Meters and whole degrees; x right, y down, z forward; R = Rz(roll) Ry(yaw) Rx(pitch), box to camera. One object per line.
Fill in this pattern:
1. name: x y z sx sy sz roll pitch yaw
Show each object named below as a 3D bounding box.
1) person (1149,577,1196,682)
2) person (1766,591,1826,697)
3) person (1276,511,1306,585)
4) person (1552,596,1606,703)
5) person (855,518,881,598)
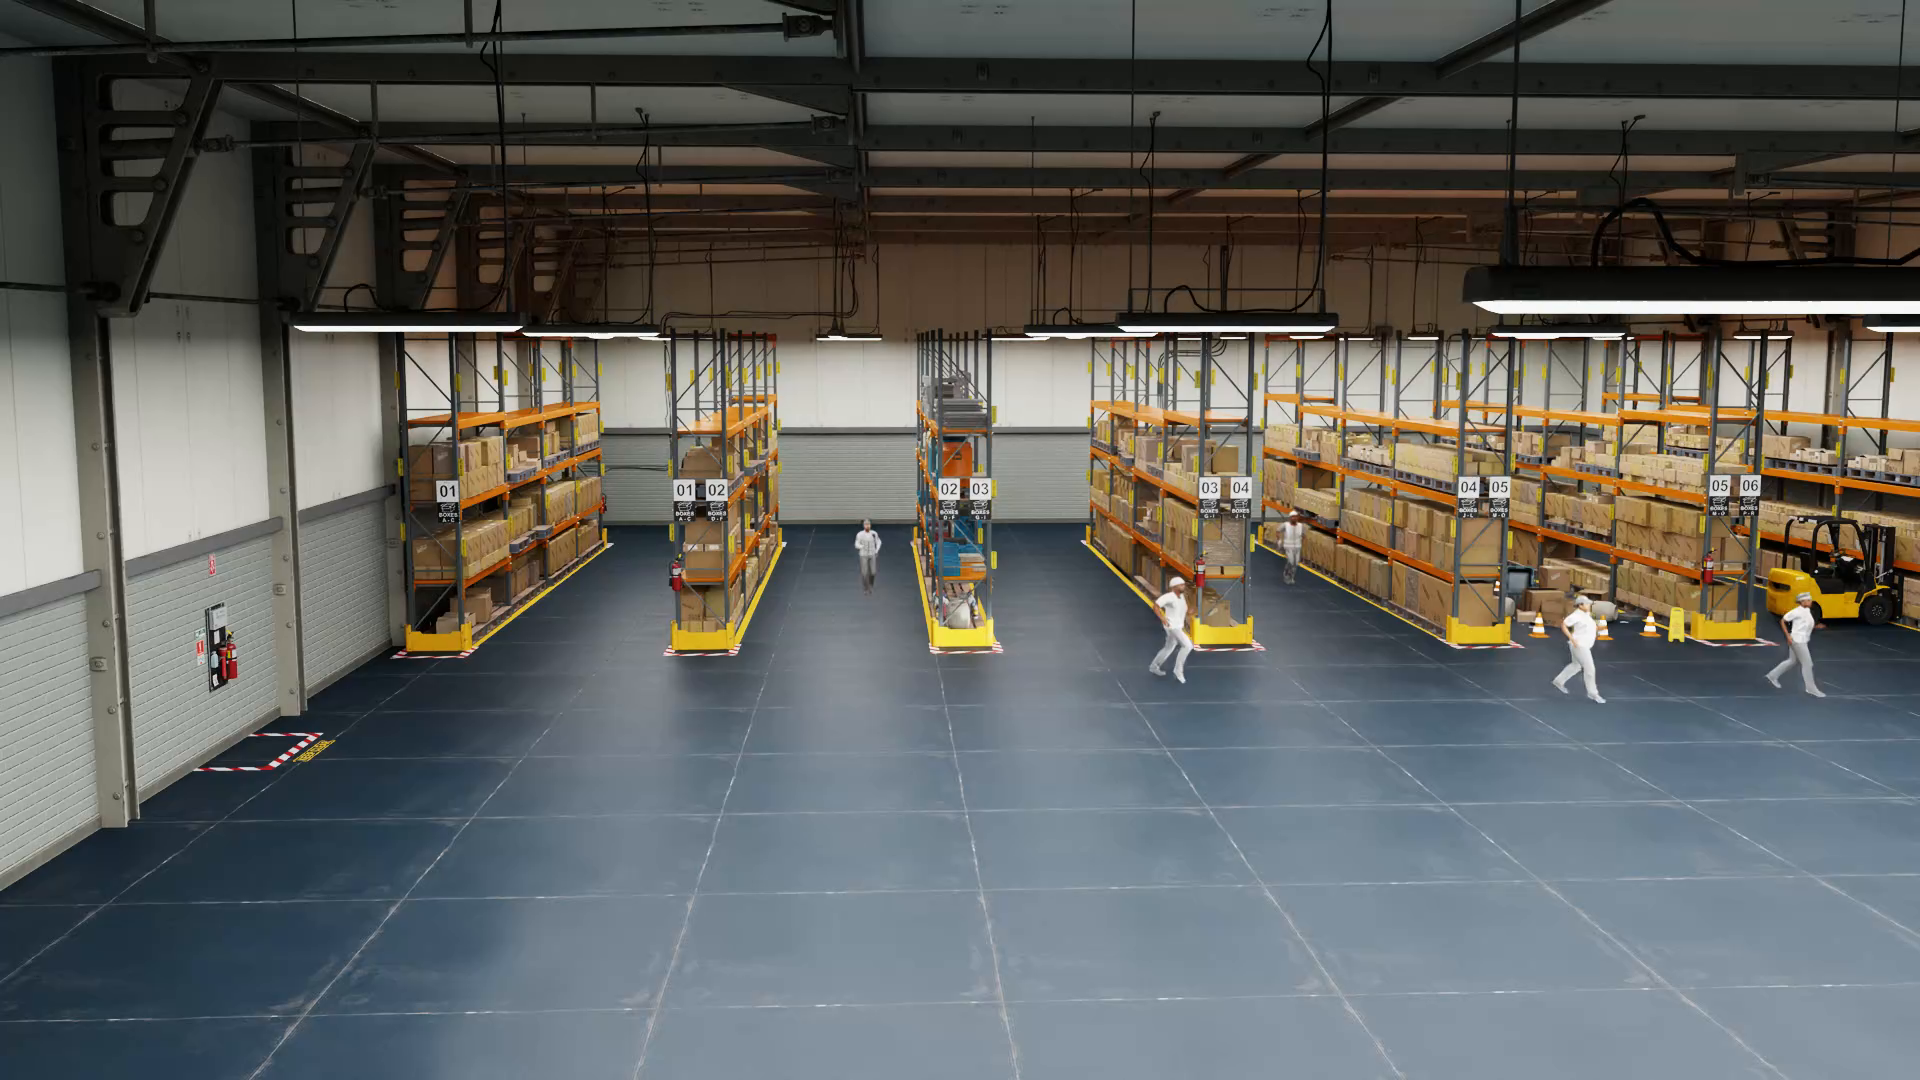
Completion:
1. person: 3.627 1.521 28.412 0.796 1.803 0.674 3 7 23
2. person: 13.671 1.666 27.138 0.934 1.696 0.567 6 9 41
3. person: 7.894 0.194 39.442 0.662 1.767 0.683 -1 7 -9
4. person: 10.008 1.731 26.791 0.885 1.685 0.595 5 8 35
5. person: -1.967 0.389 35.886 0.597 1.737 0.599 -1 7 -10
